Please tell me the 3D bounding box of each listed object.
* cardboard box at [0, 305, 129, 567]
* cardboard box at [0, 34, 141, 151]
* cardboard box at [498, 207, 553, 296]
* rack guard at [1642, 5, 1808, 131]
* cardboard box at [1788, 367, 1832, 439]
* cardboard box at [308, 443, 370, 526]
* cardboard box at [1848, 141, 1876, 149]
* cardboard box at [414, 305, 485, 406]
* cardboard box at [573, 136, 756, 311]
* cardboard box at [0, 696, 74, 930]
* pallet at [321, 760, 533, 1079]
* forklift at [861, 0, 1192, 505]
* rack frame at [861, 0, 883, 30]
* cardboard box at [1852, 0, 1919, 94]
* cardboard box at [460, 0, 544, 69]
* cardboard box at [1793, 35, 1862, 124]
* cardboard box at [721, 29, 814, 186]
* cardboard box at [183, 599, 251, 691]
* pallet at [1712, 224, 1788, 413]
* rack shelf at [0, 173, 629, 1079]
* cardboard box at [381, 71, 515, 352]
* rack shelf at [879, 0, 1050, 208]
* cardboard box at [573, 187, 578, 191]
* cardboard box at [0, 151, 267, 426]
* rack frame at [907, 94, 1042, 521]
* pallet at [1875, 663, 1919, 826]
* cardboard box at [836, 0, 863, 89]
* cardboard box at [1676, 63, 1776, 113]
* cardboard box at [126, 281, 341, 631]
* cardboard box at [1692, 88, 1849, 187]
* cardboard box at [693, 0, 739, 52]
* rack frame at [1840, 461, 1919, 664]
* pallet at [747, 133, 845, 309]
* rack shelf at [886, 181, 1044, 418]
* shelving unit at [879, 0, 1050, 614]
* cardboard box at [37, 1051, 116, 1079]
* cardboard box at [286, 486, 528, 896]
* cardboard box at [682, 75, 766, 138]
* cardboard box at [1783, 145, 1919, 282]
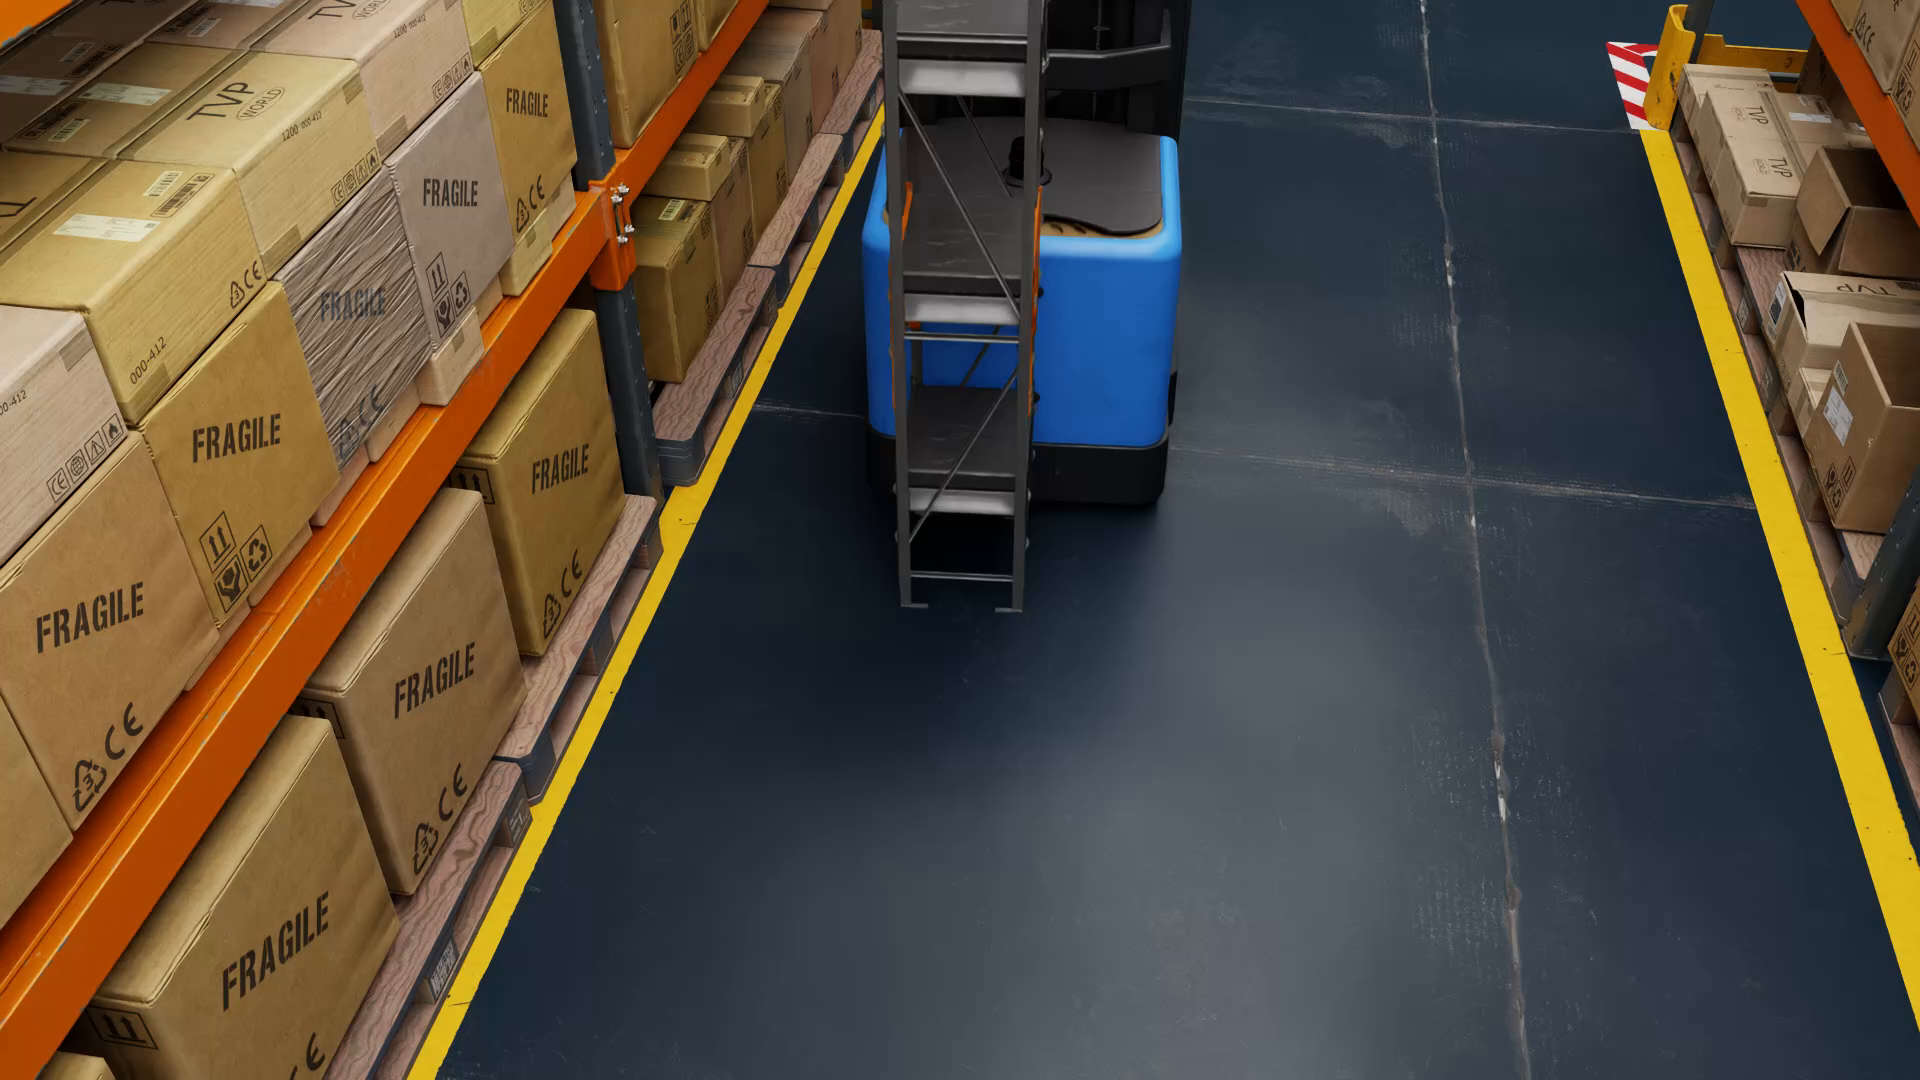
[{"bbox_3d":[-1.734,-0.152,2.664,0.500,0.250,0.500,7,40,8],"label":"cardboard box"},{"bbox_3d":[-2.051,-0.850,3.508,0.500,0.250,0.500,5,40,6],"label":"cardboard box"},{"bbox_3d":[-1.349,-0.811,4.558,0.380,0.149,0.250,7,40,8],"label":"cardboard box"},{"bbox_3d":[4.010,-2.260,8.091,1.175,0.500,0.348,6,40,8],"label":"rack guard"},{"bbox_3d":[3.156,-0.462,5.847,0.380,0.149,0.250,6,40,8],"label":"cardboard box"},{"bbox_3d":[-1.592,-0.179,3.794,0.380,0.149,0.250,5,40,6],"label":"cardboard box"},{"bbox_3d":[3.977,-1.419,6.925,0.500,0.250,0.500,6,40,8],"label":"cardboard box"},{"bbox_3d":[-1.426,-0.481,4.159,0.380,0.149,0.250,6,40,8],"label":"cardboard box"},{"bbox_3d":[-1.228,-1.276,6.571,0.700,0.500,0.500,6,40,7],"label":"cardboard box"},{"bbox_3d":[-1.805,0.441,2.535,0.500,0.500,0.500,8,40,9],"label":"cardboard box"},{"bbox_3d":[-1.817,1.031,4.338,1.003,0.211,1.213,6,40,8],"label":"pallet"},{"bbox_3d":[0.302,-2.179,6.086,1.130,2.935,3.031,3,40,3],"label":"forklift"},{"bbox_3d":[-0.857,-3.815,8.010,1.000,3.000,0.127,6,40,8],"label":"rack frame"},{"bbox_3d":[3.339,-1.787,5.479,0.500,0.500,0.500,7,40,9],"label":"cardboard box"},{"bbox_3d":[-1.378,-1.433,4.213,0.500,0.250,0.500,7,40,9],"label":"cardboard box"},{"bbox_3d":[4.171,-2.109,7.563,0.500,0.500,0.500,6,40,8],"label":"cardboard box"},{"bbox_3d":[-1.052,-1.933,7.366,0.700,0.500,0.500,5,40,6],"label":"cardboard box"},{"bbox_3d":[-1.701,0.150,3.396,0.380,0.149,0.250,7,40,8],"label":"cardboard box"},{"bbox_3d":[3.659,-0.885,6.654,1.003,0.211,1.213,6,40,8],"label":"pallet"},{"bbox_3d":[-1.895,0.228,3.685,1.077,0.370,4.000,6,40,8],"label":"rack shelf"},{"bbox_3d":[-1.459,-0.827,4.068,0.500,0.500,0.500,7,40,8],"label":"cardboard box"},{"bbox_3d":[0.023,-1.264,4.554,0.431,0.518,0.480,3,40,3],"label":"rack shelf"},{"bbox_3d":[-1.539,-1.142,5.900,0.380,0.149,0.250,6,40,7],"label":"cardboard box"},{"bbox_3d":[-1.652,-0.473,3.052,0.500,0.250,0.500,6,40,7],"label":"cardboard box"},{"bbox_3d":[0.042,-0.890,5.179,0.400,2.100,0.015,3,40,3],"label":"rack frame"},{"bbox_3d":[3.227,0.829,4.582,1.003,0.211,1.213,6,40,8],"label":"pallet"},{"bbox_3d":[-0.879,-2.563,8.128,0.700,0.500,0.500,6,40,8],"label":"cardboard box"},{"bbox_3d":[3.612,-2.117,7.848,0.380,0.149,0.250,6,40,8],"label":"cardboard box"},{"bbox_3d":[-1.636,-0.198,3.308,0.500,0.500,0.500,7,40,9],"label":"cardboard box"},{"bbox_3d":[3.563,-1.757,7.334,0.500,0.250,0.500,6,40,8],"label":"cardboard box"},{"bbox_3d":[-1.307,-2.216,5.841,0.980,0.700,0.700,5,40,7],"label":"cardboard box"},{"bbox_3d":[3.331,-0.761,4.316,1.000,3.000,0.127,6,40,8],"label":"rack frame"},{"bbox_3d":[-1.131,-1.466,7.358,1.003,0.211,1.213,6,40,8],"label":"pallet"},{"bbox_3d":[0.023,-0.725,5.000,0.431,0.518,0.480,3,40,3],"label":"rack shelf"},{"bbox_3d":[0.023,-0.735,4.991,0.431,2.100,0.503,3,40,3],"label":"shelving unit"},{"bbox_3d":[-1.985,1.426,3.029,0.750,0.750,0.750,6,40,7],"label":"cardboard box"},{"bbox_3d":[-1.684,0.343,4.339,0.750,0.750,0.750,8,40,9],"label":"cardboard box"},{"bbox_3d":[-0.989,-1.733,6.615,0.380,0.149,0.250,5,40,6],"label":"cardboard box"},{"bbox_3d":[3.651,-1.148,6.398,0.797,0.503,0.637,6,40,8],"label":"cardboard box"}]
